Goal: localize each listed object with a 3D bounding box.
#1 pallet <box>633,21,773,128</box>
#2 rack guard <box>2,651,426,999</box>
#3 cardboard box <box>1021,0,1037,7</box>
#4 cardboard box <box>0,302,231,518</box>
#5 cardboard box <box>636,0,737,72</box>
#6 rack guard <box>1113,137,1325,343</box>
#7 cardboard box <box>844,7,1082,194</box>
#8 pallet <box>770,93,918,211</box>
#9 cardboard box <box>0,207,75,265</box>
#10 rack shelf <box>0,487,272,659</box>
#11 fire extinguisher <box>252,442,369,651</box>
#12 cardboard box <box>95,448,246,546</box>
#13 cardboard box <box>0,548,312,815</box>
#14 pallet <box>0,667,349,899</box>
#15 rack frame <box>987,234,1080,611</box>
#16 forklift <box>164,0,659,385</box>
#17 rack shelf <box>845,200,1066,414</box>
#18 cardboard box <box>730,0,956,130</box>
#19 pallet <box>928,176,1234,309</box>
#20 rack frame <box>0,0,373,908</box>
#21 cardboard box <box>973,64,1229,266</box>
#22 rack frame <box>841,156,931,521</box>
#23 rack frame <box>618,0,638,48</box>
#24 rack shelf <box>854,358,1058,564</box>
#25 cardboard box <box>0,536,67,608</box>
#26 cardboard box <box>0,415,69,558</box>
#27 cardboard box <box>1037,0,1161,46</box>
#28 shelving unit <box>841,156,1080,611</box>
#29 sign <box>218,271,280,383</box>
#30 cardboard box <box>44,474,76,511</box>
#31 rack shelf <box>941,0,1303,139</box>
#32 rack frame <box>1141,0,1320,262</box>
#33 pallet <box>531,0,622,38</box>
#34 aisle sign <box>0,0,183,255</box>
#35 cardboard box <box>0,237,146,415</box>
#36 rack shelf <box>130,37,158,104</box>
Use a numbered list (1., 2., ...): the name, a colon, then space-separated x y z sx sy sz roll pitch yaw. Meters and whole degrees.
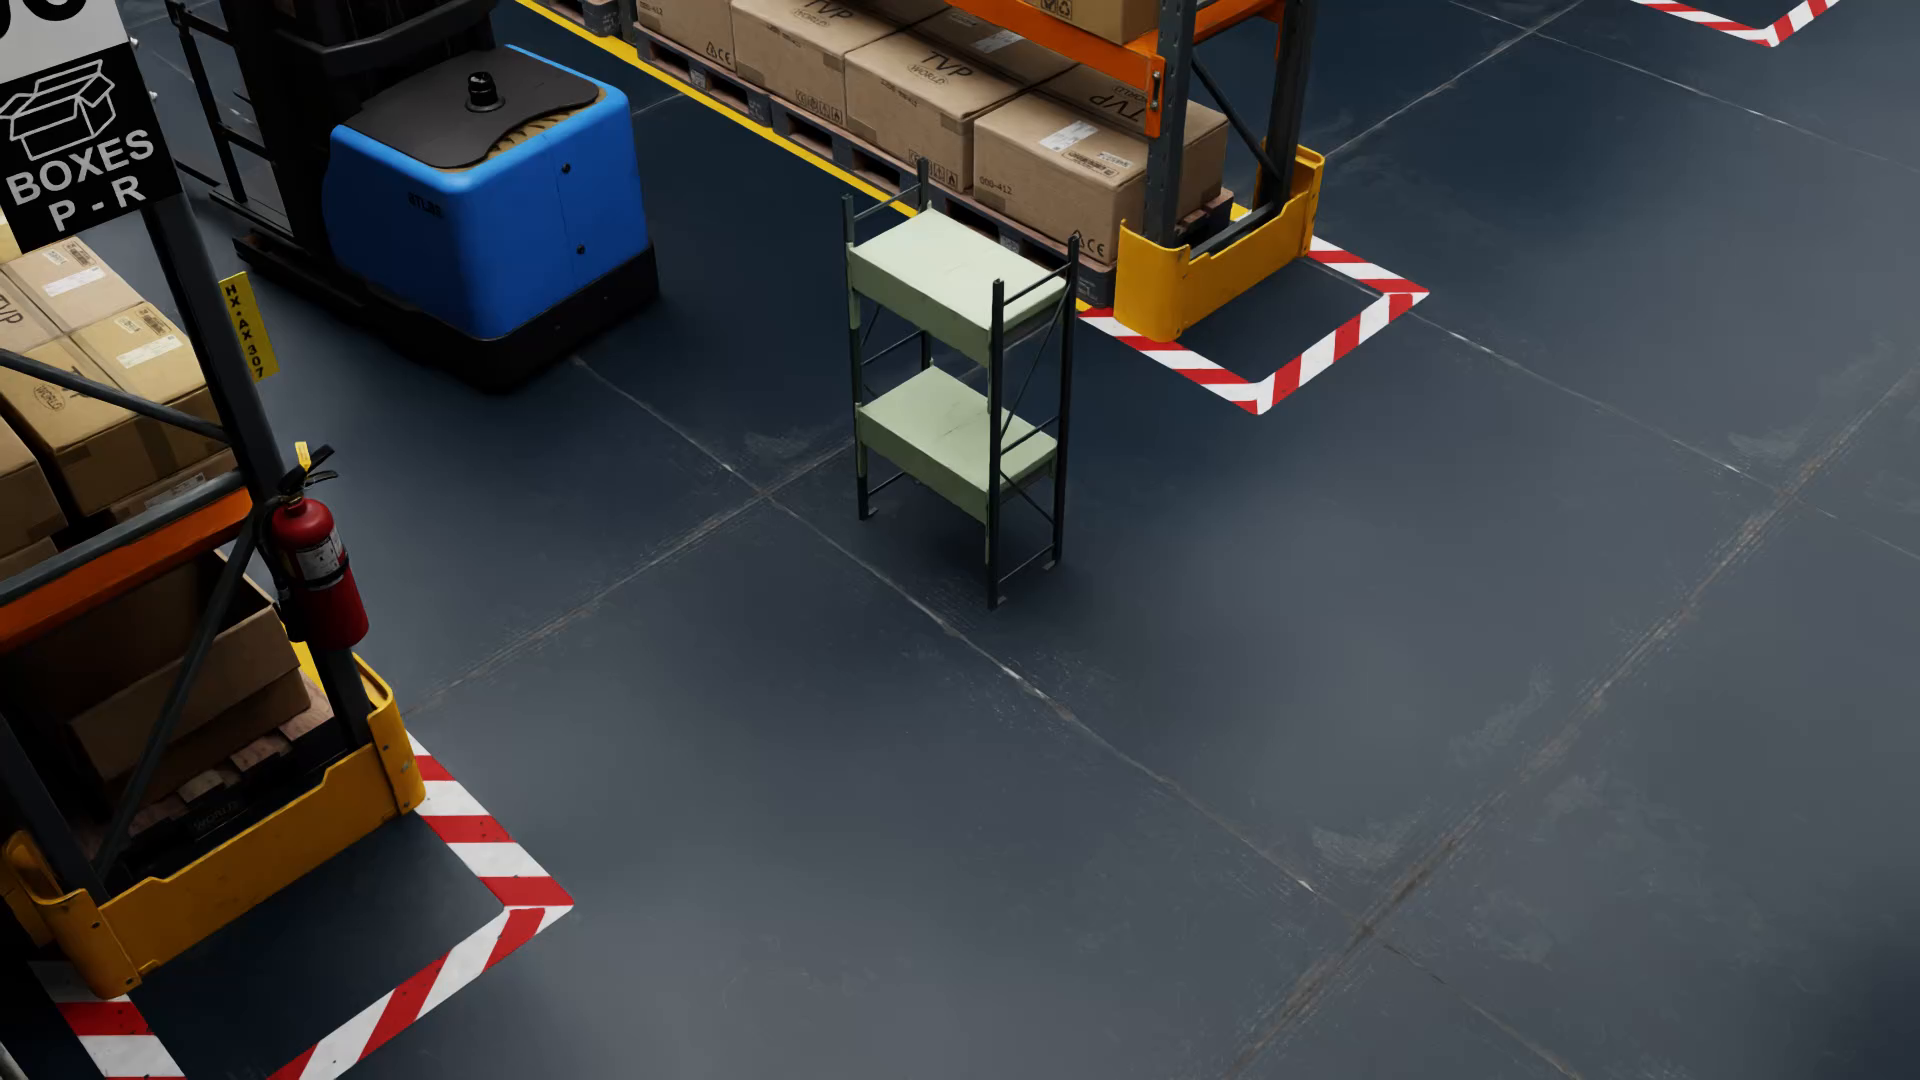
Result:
1. pallet: -1.130 -2.861 9.636 1.003 0.211 1.213 -34 53 -31
2. rack guard: -2.352 0.896 5.357 1.175 0.500 0.348 -34 53 -31
3. cardboard box: 0.341 -2.756 7.394 0.500 0.500 0.500 33 52 31
4. cardboard box: -2.428 -0.387 4.794 0.500 0.250 0.500 -34 52 -31
5. cardboard box: -1.244 -3.148 9.470 0.875 0.438 0.875 33 52 31
6. rack guard: 1.230 -1.437 7.881 1.175 0.500 0.348 -34 53 -31
7. cardboard box: 0.024 -2.284 8.535 0.875 0.438 0.875 -33 52 -30
8. pallet: -0.264 -2.275 9.001 1.003 0.211 1.213 -34 53 -31
9. cardboard box: -3.145 -0.871 5.318 0.500 0.250 0.500 33 52 31
10. rack shelf: -3.711 -0.682 5.753 1.077 0.370 4.000 -34 53 -31
11. fire extinguisher: -1.867 0.029 4.785 0.296 0.674 0.183 -34 53 -31
12. cardboard box: -2.337 -0.183 4.867 0.250 0.149 0.380 34 52 31
13. cardboard box: -2.663 0.438 5.541 0.637 0.503 0.797 32 52 30
14. pallet: -2.916 0.620 5.869 1.003 0.211 1.213 -34 53 -31
15. rack frame: 0.254 -0.378 5.999 0.400 1.500 0.023 -34 53 -31
16. forklift: -2.908 -2.583 7.330 3.031 2.935 1.130 27 49 26
17. rack shelf: -0.005 -0.841 5.924 0.431 0.370 0.720 -34 53 -31
18. cardboard box: -0.612 -2.718 9.005 0.875 0.438 0.875 33 52 30
19. pallet: 0.593 -1.689 8.367 1.003 0.211 1.213 -34 53 -31
20. rack frame: -2.299 0.014 4.469 1.000 3.000 0.127 -34 53 -31
21. cardboard box: 0.676 -1.849 8.064 0.875 0.438 0.875 32 52 30
22. rack frame: -0.263 -0.730 6.379 0.400 1.500 0.023 -34 53 -31
23. rack frame: -1.612 -4.288 9.125 1.000 3.000 0.127 -34 53 -31
24. rack shelf: -0.005 -0.315 6.410 0.431 0.370 0.720 -34 53 -31
25. cardboard box: -2.723 0.076 4.587 0.250 0.149 0.380 34 52 31
26. cardboard box: -2.811 -0.134 4.520 0.500 0.250 0.500 -33 52 -30
27. cardboard box: 0.685 -2.508 7.125 0.500 0.500 0.500 -34 52 -31
28. shelving unit: -0.005 -0.554 6.189 0.431 1.500 0.755 -34 53 -31
29. sign: -1.915 -0.564 4.457 0.100 0.325 0.005 -34 53 -31
30. cardboard box: -2.549 -0.283 4.976 0.380 0.149 0.250 -33 52 -30
31. rack shelf: -0.199 -3.063 8.329 1.077 0.370 4.000 -34 53 -31
32. rack frame: 1.213 -2.366 7.045 1.000 3.000 0.127 -34 53 -31
33. pallet: -2.210 -3.599 10.434 1.003 0.211 1.213 -34 53 -31
34. aisle sign: -2.043 -1.048 3.703 0.394 0.787 0.004 -34 53 -31
35. cardboard box: -2.784 -0.629 5.056 0.500 0.250 0.500 -34 52 -31
36. rack shelf: -3.711 -1.784 4.735 1.077 0.370 4.000 -34 53 -31
